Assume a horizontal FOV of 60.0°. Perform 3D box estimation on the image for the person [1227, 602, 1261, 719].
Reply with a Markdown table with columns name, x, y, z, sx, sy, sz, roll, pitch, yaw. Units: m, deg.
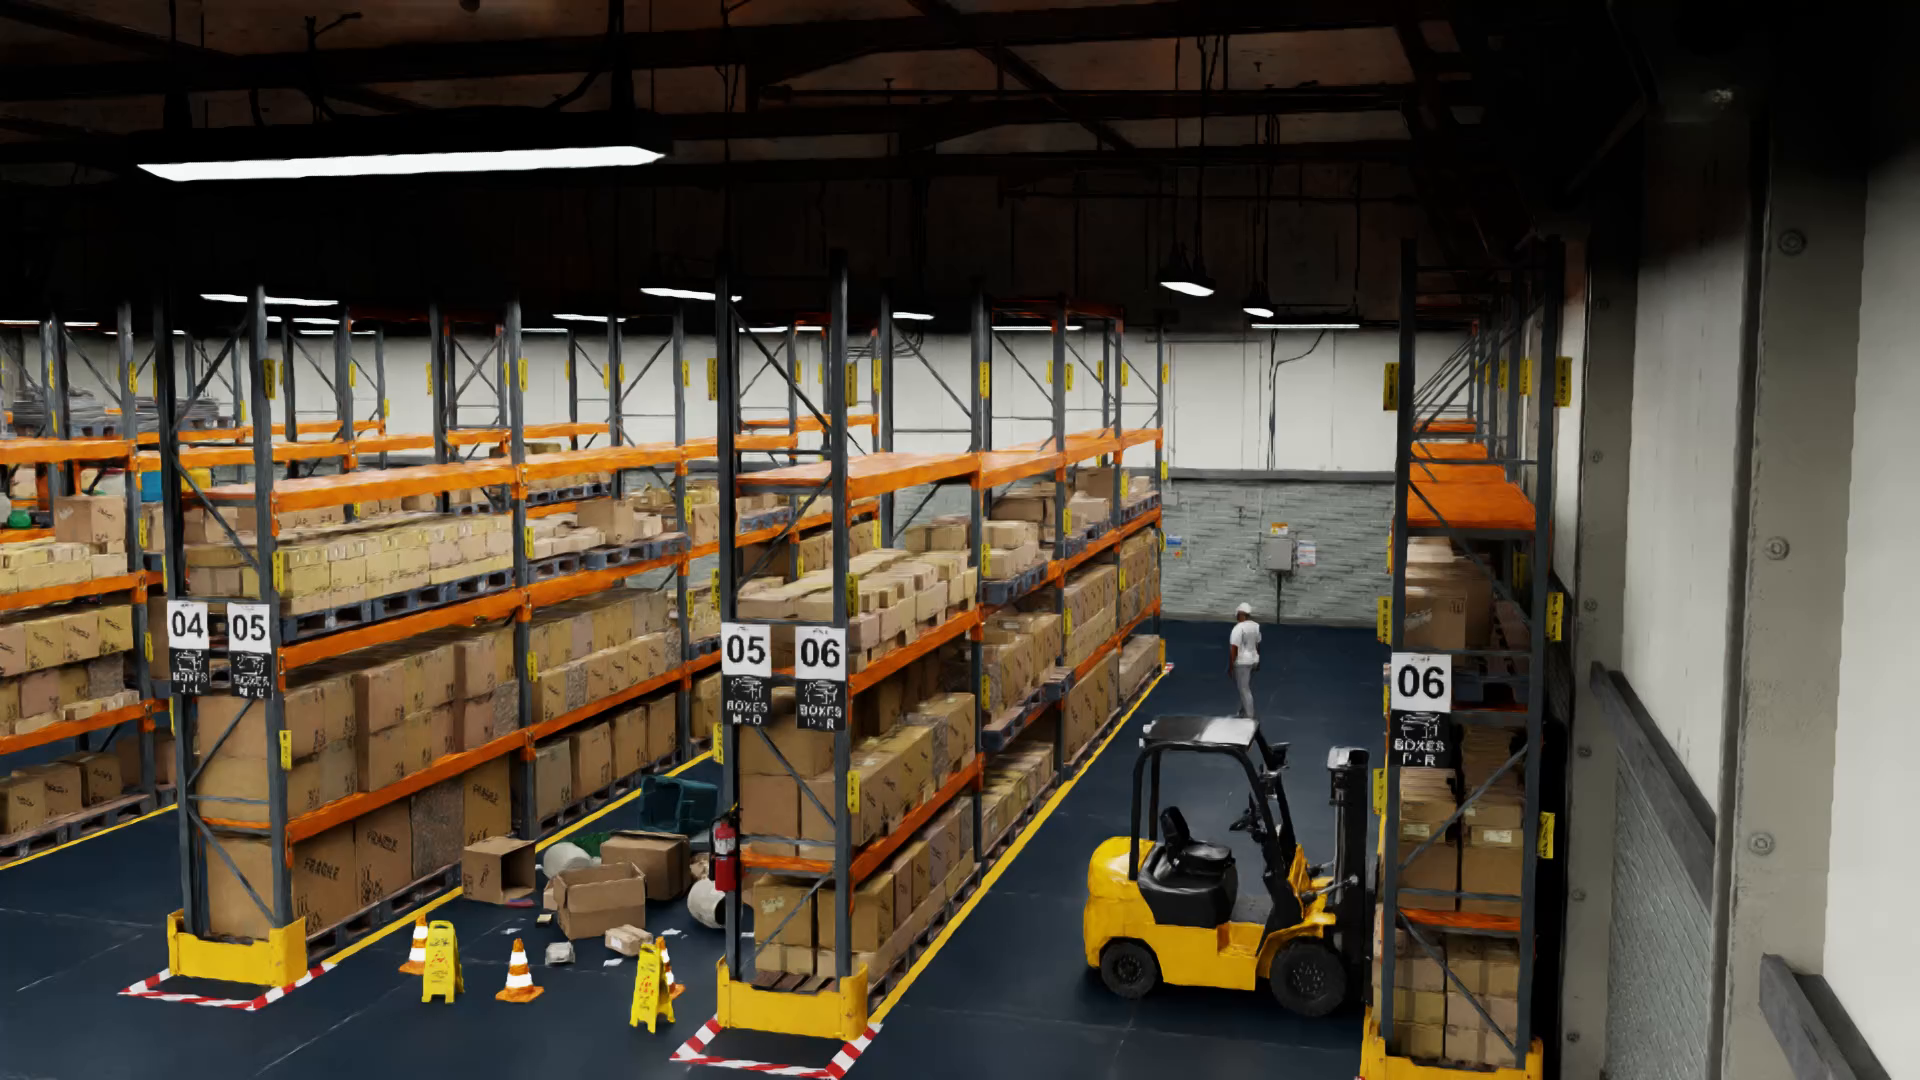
| name | x | y | z | sx | sy | sz | roll | pitch | yaw |
| --- | --- | --- | --- | --- | --- | --- | --- | --- | --- |
| person | 4.042 | 1.759 | 23.799 | 0.591 | 1.763 | 0.685 | 5 | 8 | 39 |

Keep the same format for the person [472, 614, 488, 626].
| name | x | y | z | sx | sy | sz | roll | pitch | yaw |
| --- | --- | --- | --- | --- | --- | --- | --- | --- | --- |
| person | -6.870 | 1.783 | 23.954 | 0.576 | 1.691 | 1.121 | 2 | 6 | 17 |
